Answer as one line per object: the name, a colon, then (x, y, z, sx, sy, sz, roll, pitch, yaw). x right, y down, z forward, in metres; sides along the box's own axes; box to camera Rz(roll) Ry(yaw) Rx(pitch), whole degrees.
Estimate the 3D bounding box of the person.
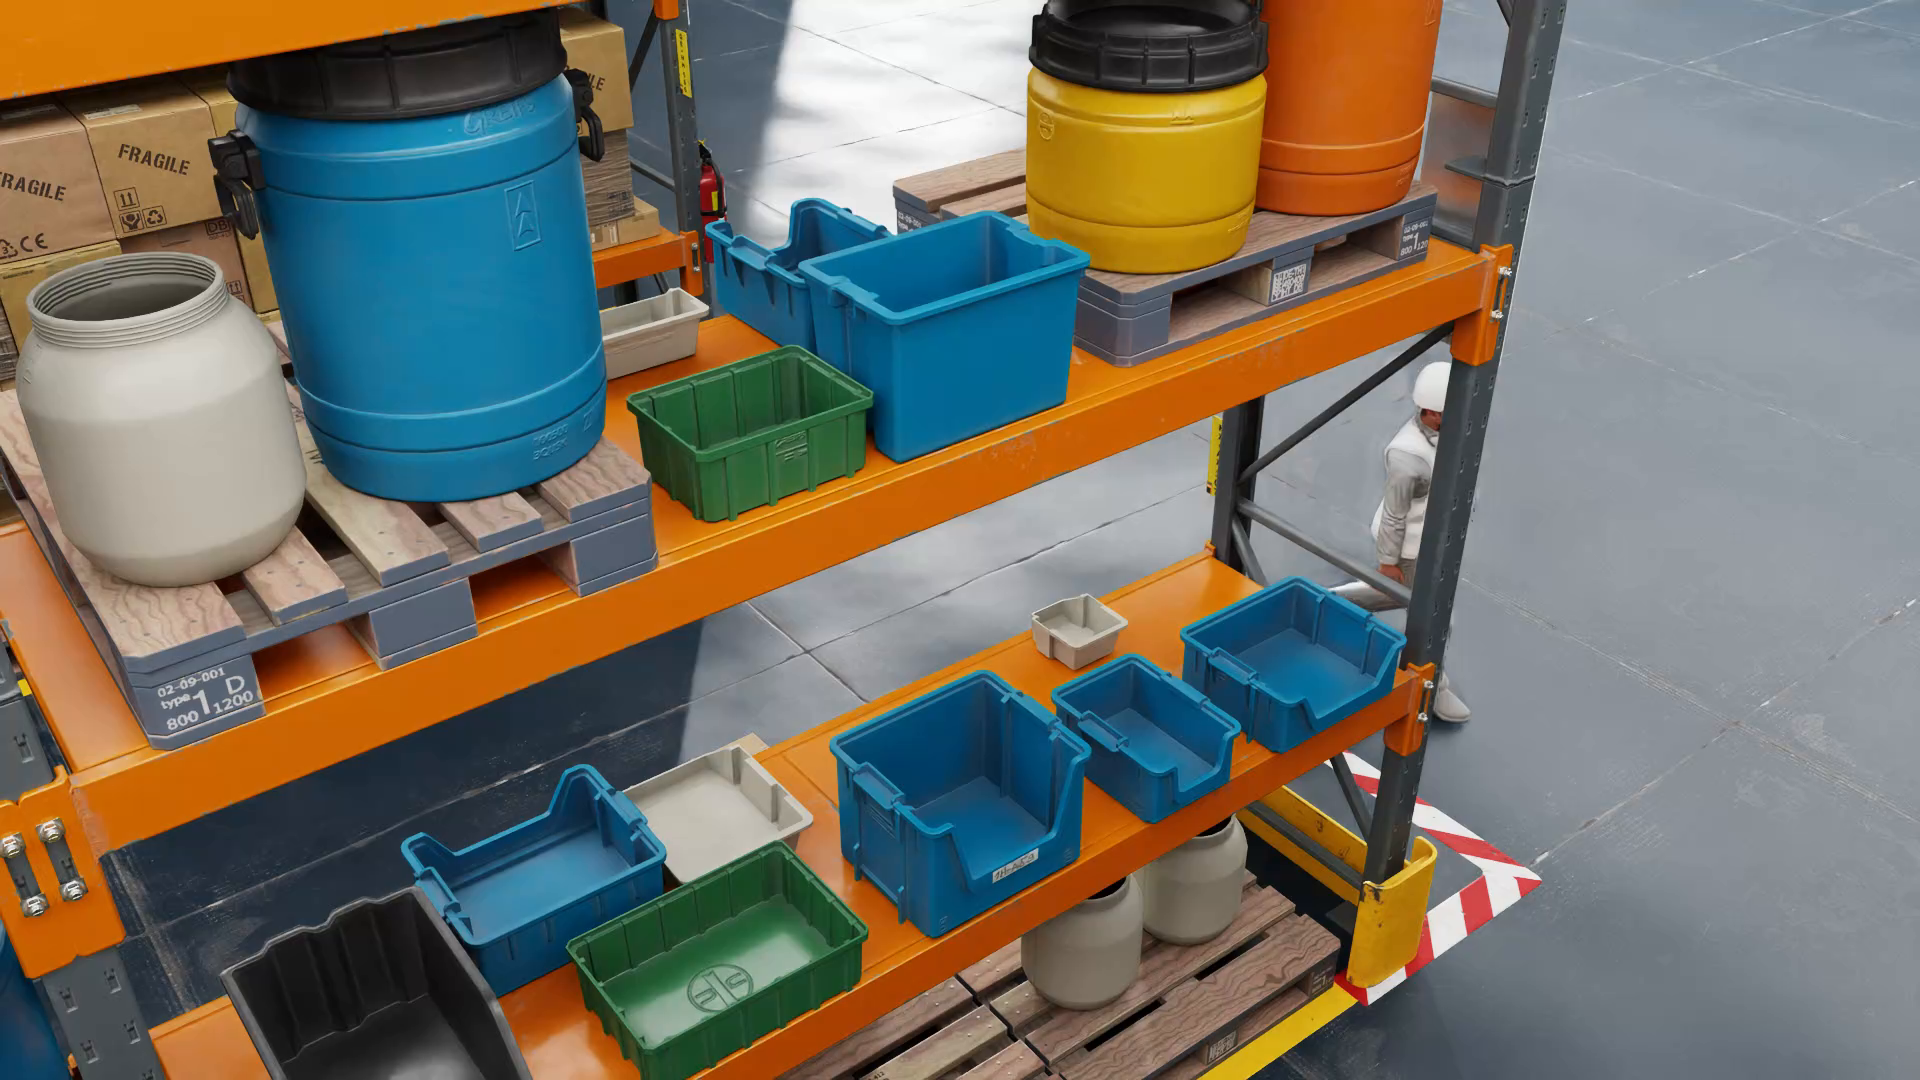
person: (1.930, -0.041, 7.189, 0.849, 1.738, 0.596, 24, 39, 34)
